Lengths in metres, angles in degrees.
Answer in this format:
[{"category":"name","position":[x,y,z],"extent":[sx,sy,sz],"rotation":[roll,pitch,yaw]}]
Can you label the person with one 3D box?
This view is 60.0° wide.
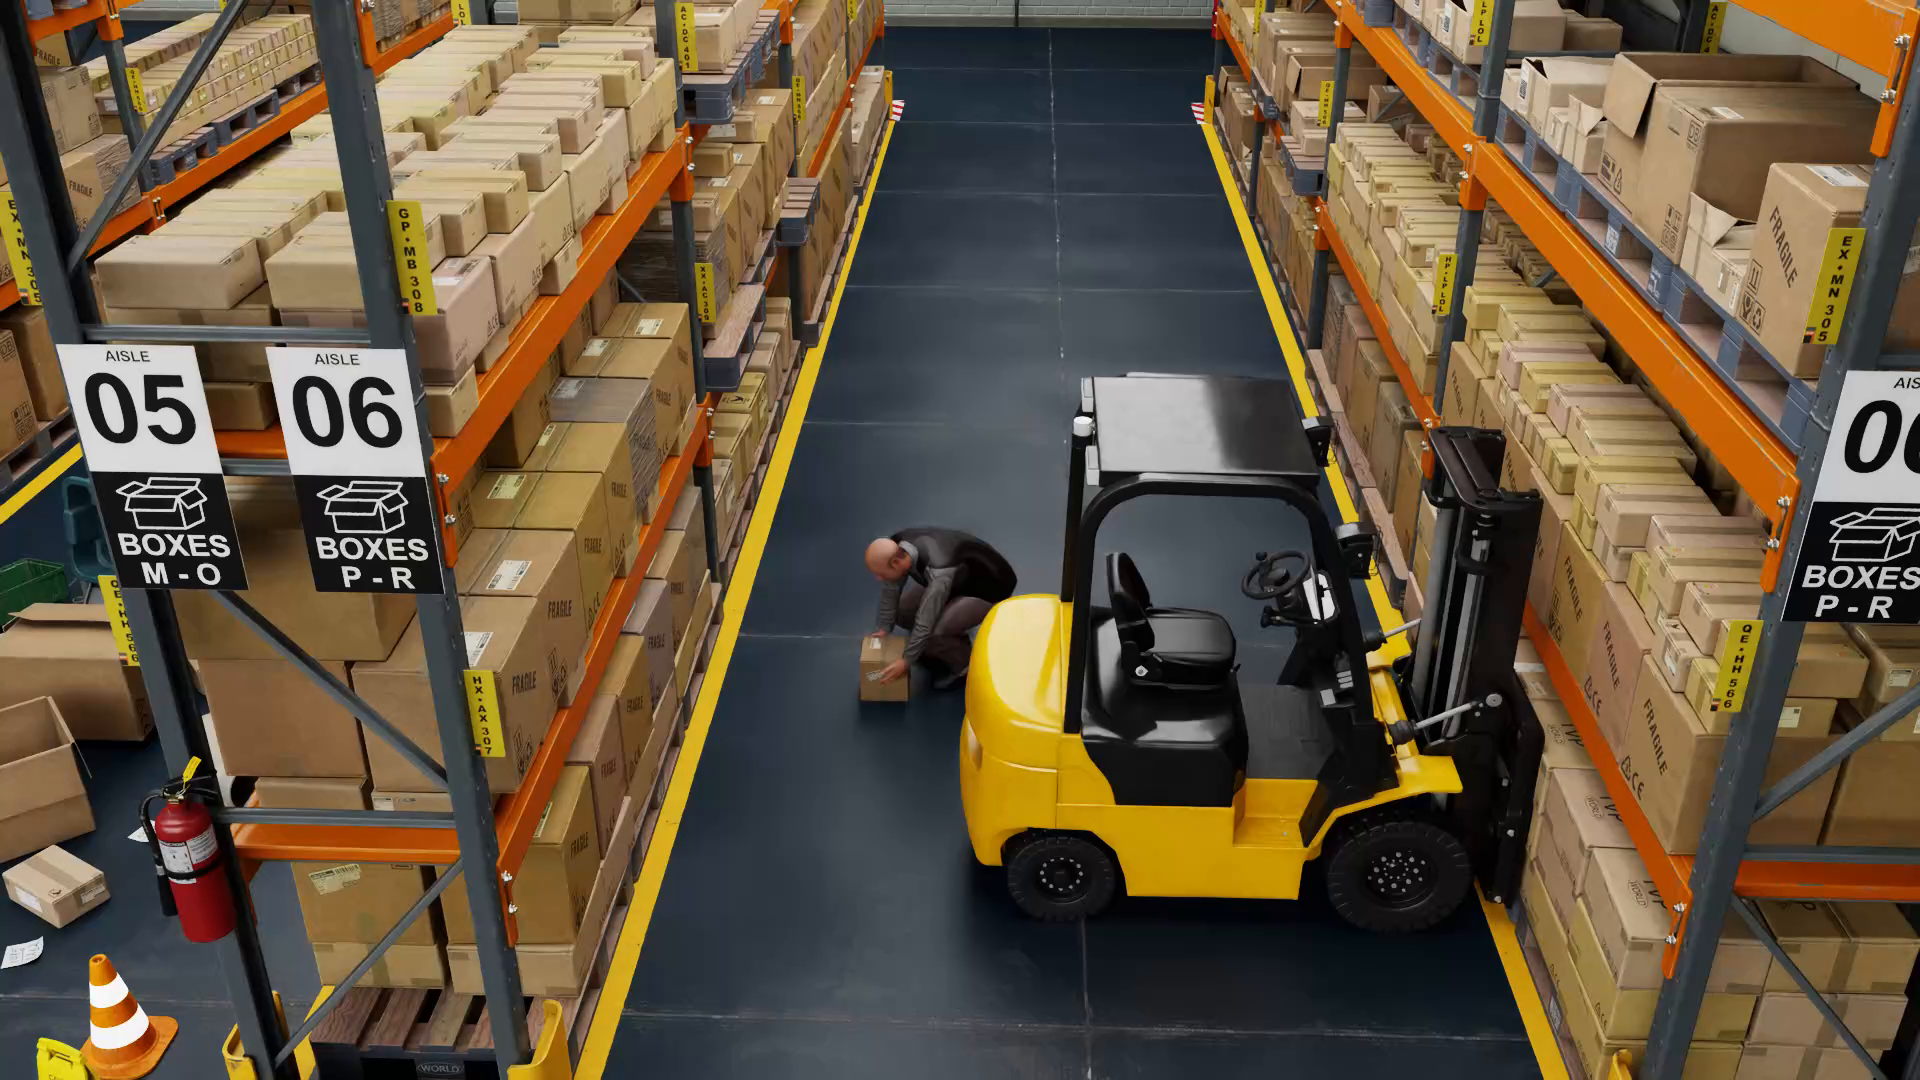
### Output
[{"category":"person","position":[-0.116,0.329,8.862],"extent":[0.861,0.945,0.543],"rotation":[-13,31,-24]}]
